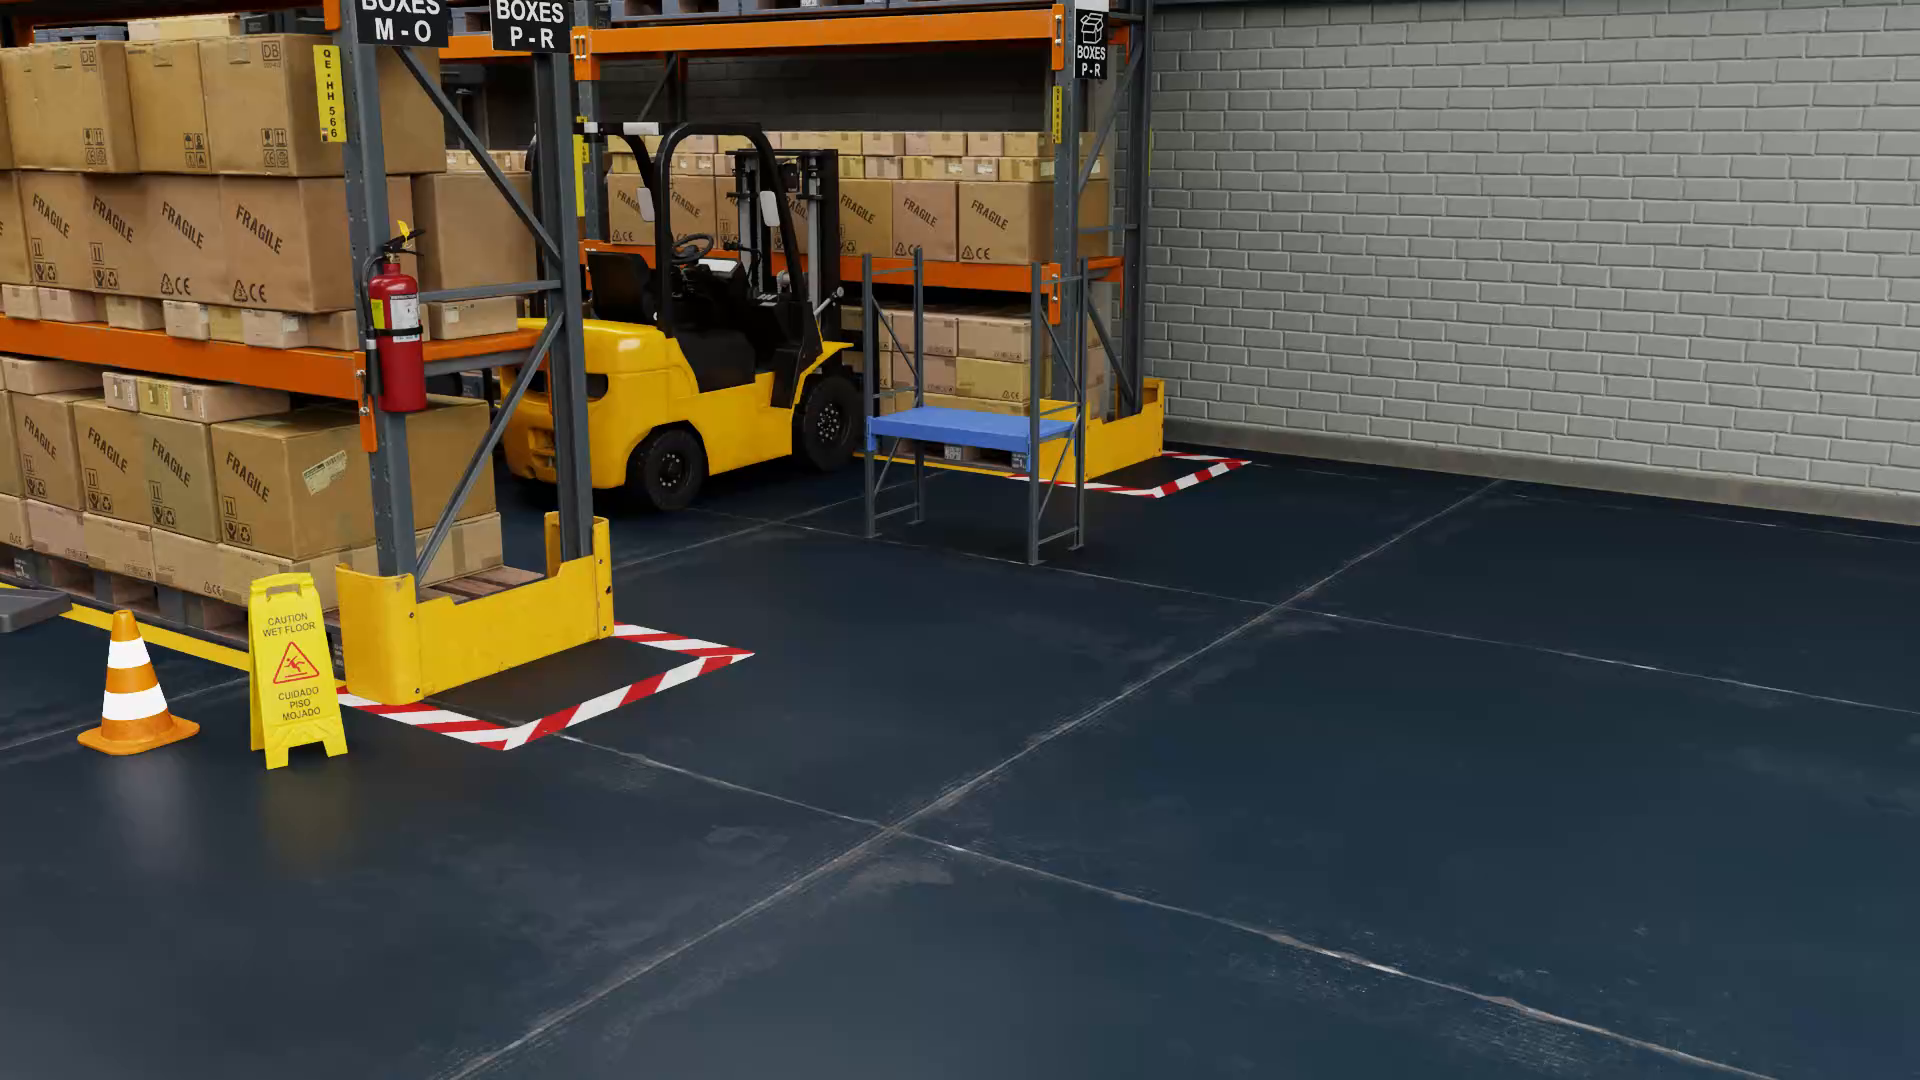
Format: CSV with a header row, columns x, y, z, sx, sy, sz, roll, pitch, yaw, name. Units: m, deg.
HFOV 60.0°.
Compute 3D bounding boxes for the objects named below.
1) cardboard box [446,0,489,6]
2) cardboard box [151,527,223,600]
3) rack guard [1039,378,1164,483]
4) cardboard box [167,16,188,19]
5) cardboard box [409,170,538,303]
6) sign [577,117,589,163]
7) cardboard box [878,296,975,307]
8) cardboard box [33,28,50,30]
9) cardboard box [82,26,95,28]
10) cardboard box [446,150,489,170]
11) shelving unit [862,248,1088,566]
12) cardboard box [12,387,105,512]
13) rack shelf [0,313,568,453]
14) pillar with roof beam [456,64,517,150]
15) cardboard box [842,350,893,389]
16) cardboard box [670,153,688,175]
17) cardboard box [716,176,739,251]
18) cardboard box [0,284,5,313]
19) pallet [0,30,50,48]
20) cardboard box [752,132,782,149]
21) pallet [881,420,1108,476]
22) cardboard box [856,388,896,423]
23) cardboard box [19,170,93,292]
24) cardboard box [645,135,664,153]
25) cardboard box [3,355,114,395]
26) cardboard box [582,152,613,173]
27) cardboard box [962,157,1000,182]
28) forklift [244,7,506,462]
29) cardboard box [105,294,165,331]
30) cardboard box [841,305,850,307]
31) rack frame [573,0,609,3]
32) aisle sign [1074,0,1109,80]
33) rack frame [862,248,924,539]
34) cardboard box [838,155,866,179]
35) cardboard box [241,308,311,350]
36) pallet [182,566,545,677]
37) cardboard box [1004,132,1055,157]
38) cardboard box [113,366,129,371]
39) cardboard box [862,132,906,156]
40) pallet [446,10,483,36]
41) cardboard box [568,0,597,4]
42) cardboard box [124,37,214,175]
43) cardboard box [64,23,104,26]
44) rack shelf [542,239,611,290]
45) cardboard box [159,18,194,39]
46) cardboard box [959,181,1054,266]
x,y,z,sx,sy,sz,roll,pitch,yaw,name
-3.802,-4.296,12.796,0.500,0.311,0.500,9,16,31,cardboard box
-3.123,0.052,7.218,0.500,0.250,0.500,9,17,33,cardboard box
0.911,-0.726,10.717,0.348,0.500,1.175,9,17,33,rack guard
-6.814,-4.696,14.790,0.250,0.149,0.380,9,17,33,cardboard box
-2.115,-1.265,6.862,0.500,0.500,0.500,9,16,32,cardboard box
-2.723,-2.894,12.025,0.005,0.325,0.100,9,17,33,sign
-0.228,-1.535,11.550,0.500,0.250,0.500,9,17,32,cardboard box
-9.041,-5.019,16.056,0.250,0.149,0.380,9,17,34,cardboard box
-8.332,-5.050,16.180,0.250,0.149,0.380,9,16,31,cardboard box
-3.912,-3.010,13.181,0.250,0.149,0.380,9,17,33,cardboard box
0.071,-0.717,8.597,1.048,1.500,0.538,9,17,33,shelving unit
-3.976,-0.450,7.687,0.500,0.500,0.500,10,17,36,cardboard box
-3.536,-0.872,7.600,4.000,0.370,1.077,9,17,33,rack shelf
-6.565,-5.074,10.595,0.400,9.000,9.100,9,17,33,pillar with roof beam
-0.538,-1.192,11.205,0.500,0.250,0.500,9,16,32,cardboard box
-1.863,-2.684,11.864,0.250,0.149,0.380,9,17,33,cardboard box
-1.344,-2.282,11.592,0.500,0.500,0.500,9,17,32,cardboard box
-4.213,-1.138,7.702,0.250,0.149,0.380,9,17,33,cardboard box
-8.564,-4.816,16.183,1.003,0.211,1.213,9,17,33,pallet
-1.216,-2.728,11.425,0.250,0.149,0.380,9,17,33,cardboard box
0.233,-0.684,11.145,1.213,0.211,1.003,9,17,33,pallet
-0.493,-0.950,11.265,0.500,0.250,0.500,9,17,33,cardboard box
-3.717,-1.371,7.293,0.500,0.500,0.500,9,17,33,cardboard box
-2.052,-2.872,12.005,0.250,0.149,0.380,9,17,34,cardboard box
-4.134,-0.771,7.635,0.250,0.149,0.380,10,17,36,cardboard box
-2.836,-2.844,12.513,0.250,0.149,0.380,10,17,35,cardboard box
0.218,-2.325,10.416,0.250,0.149,0.380,9,17,34,cardboard box
-3.606,-1.905,10.421,1.130,2.935,3.031,-13,19,-41,forklift
-3.406,-0.996,7.127,0.250,0.149,0.380,9,17,32,cardboard box
-0.933,-1.499,11.406,0.500,0.250,0.500,9,16,32,cardboard box
-2.428,-5.392,11.876,0.127,3.000,1.000,9,17,33,rack frame
0.781,-3.138,9.845,0.004,0.787,0.394,9,17,33,aisle sign
-0.351,-0.785,8.872,0.032,1.500,0.500,9,17,33,rack frame
-0.631,-2.464,10.977,0.250,0.149,0.380,9,17,33,cardboard box
-2.578,-0.850,6.538,0.250,0.149,0.380,9,16,32,cardboard box
-2.594,0.275,7.274,1.213,0.211,1.003,9,17,33,pallet
0.476,-2.457,10.328,0.250,0.149,0.380,9,17,33,cardboard box
-4.132,-0.629,8.408,0.500,0.500,0.500,10,17,34,cardboard box
-0.421,-2.574,10.803,0.250,0.149,0.380,10,17,34,cardboard box
-4.205,-4.158,13.527,1.213,0.211,1.003,10,17,35,pallet
-3.023,-4.219,12.822,0.250,0.149,0.380,9,17,33,cardboard box
-2.838,-1.725,6.643,0.500,0.500,0.700,9,17,33,cardboard box
-8.192,-4.883,15.504,0.250,0.149,0.380,9,16,32,cardboard box
-4.088,-2.398,13.767,4.000,0.370,1.077,9,17,33,rack shelf
-6.726,-4.487,14.775,0.500,0.250,0.500,9,17,33,cardboard box
0.336,-2.005,10.473,0.500,0.500,0.500,9,16,32,cardboard box
